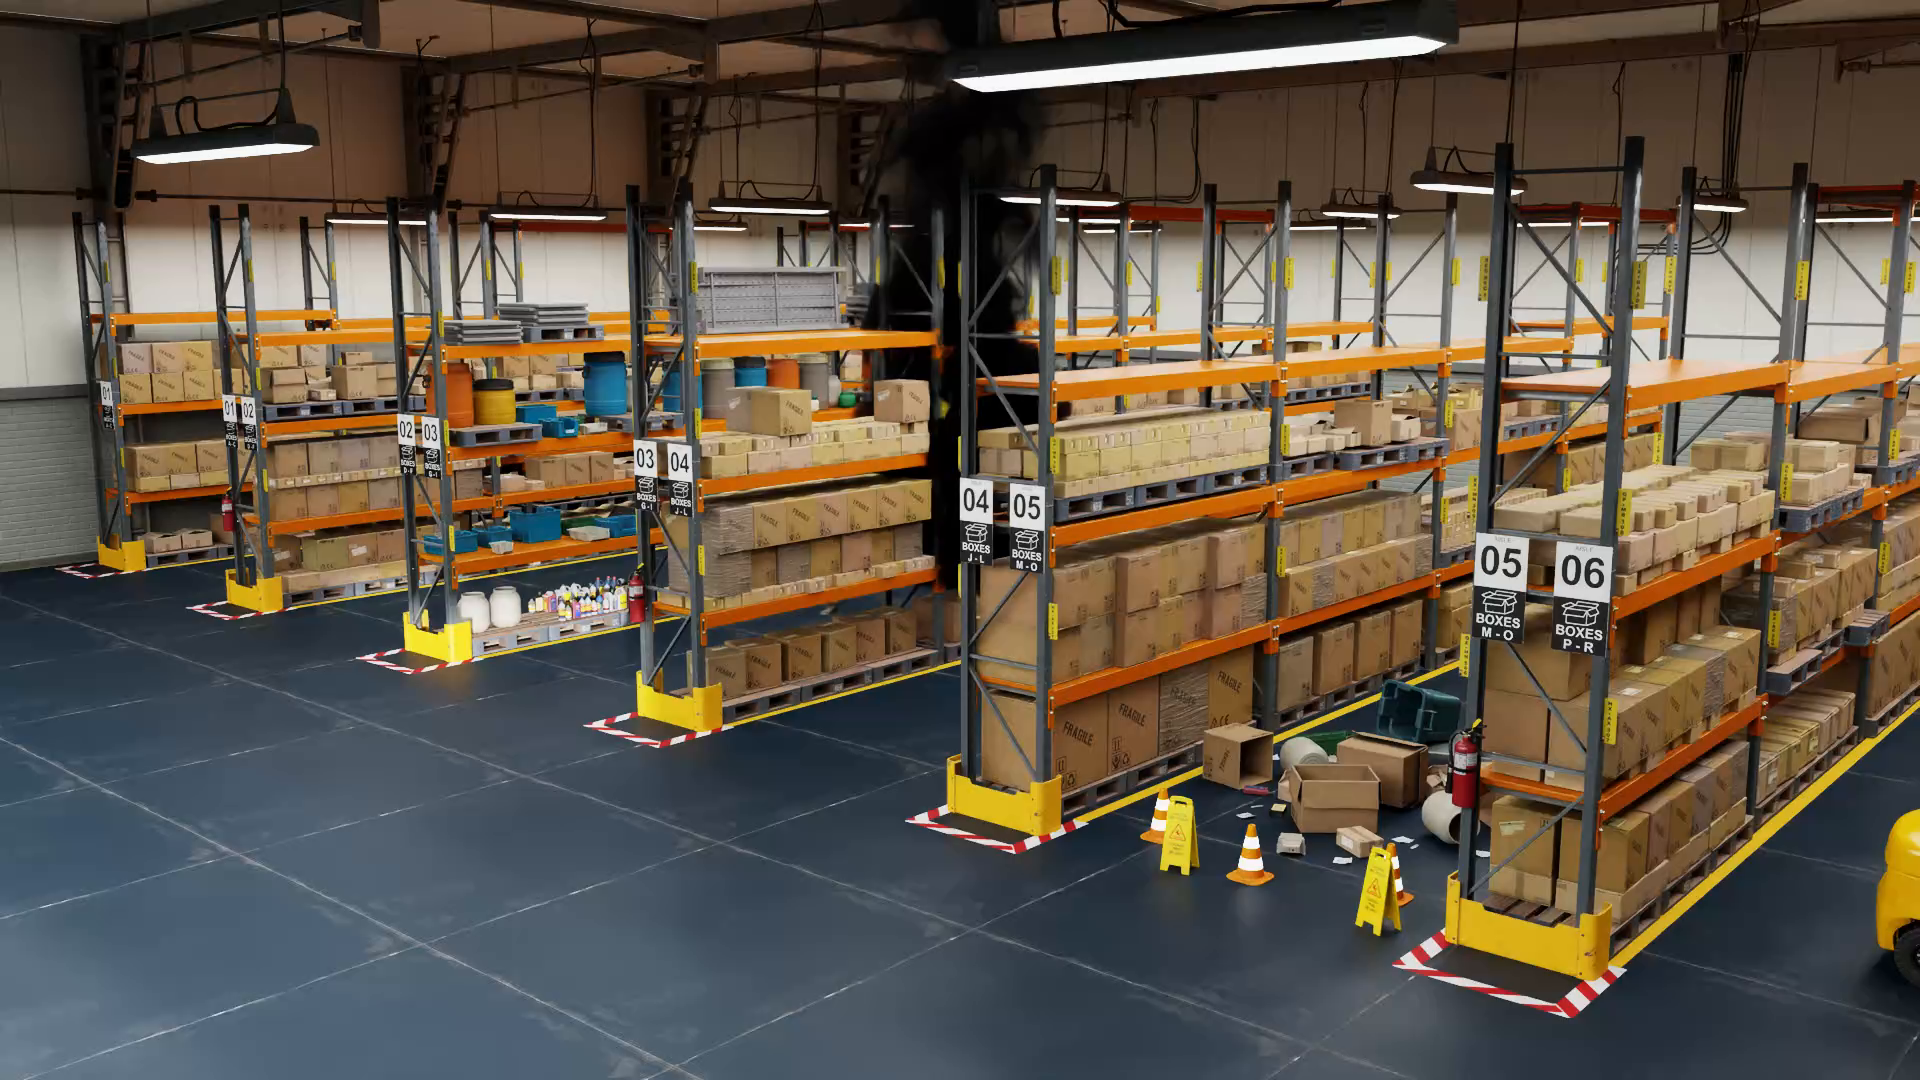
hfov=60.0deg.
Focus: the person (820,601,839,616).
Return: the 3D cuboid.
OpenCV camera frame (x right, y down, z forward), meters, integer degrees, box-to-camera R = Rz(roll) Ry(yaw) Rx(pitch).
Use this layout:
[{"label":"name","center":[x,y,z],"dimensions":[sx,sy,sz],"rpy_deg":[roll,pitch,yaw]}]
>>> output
[{"label":"person","center":[-1.853,0.224,23.168],"dimensions":[0.658,1.724,0.580],"rpy_deg":[7,12,36]}]
